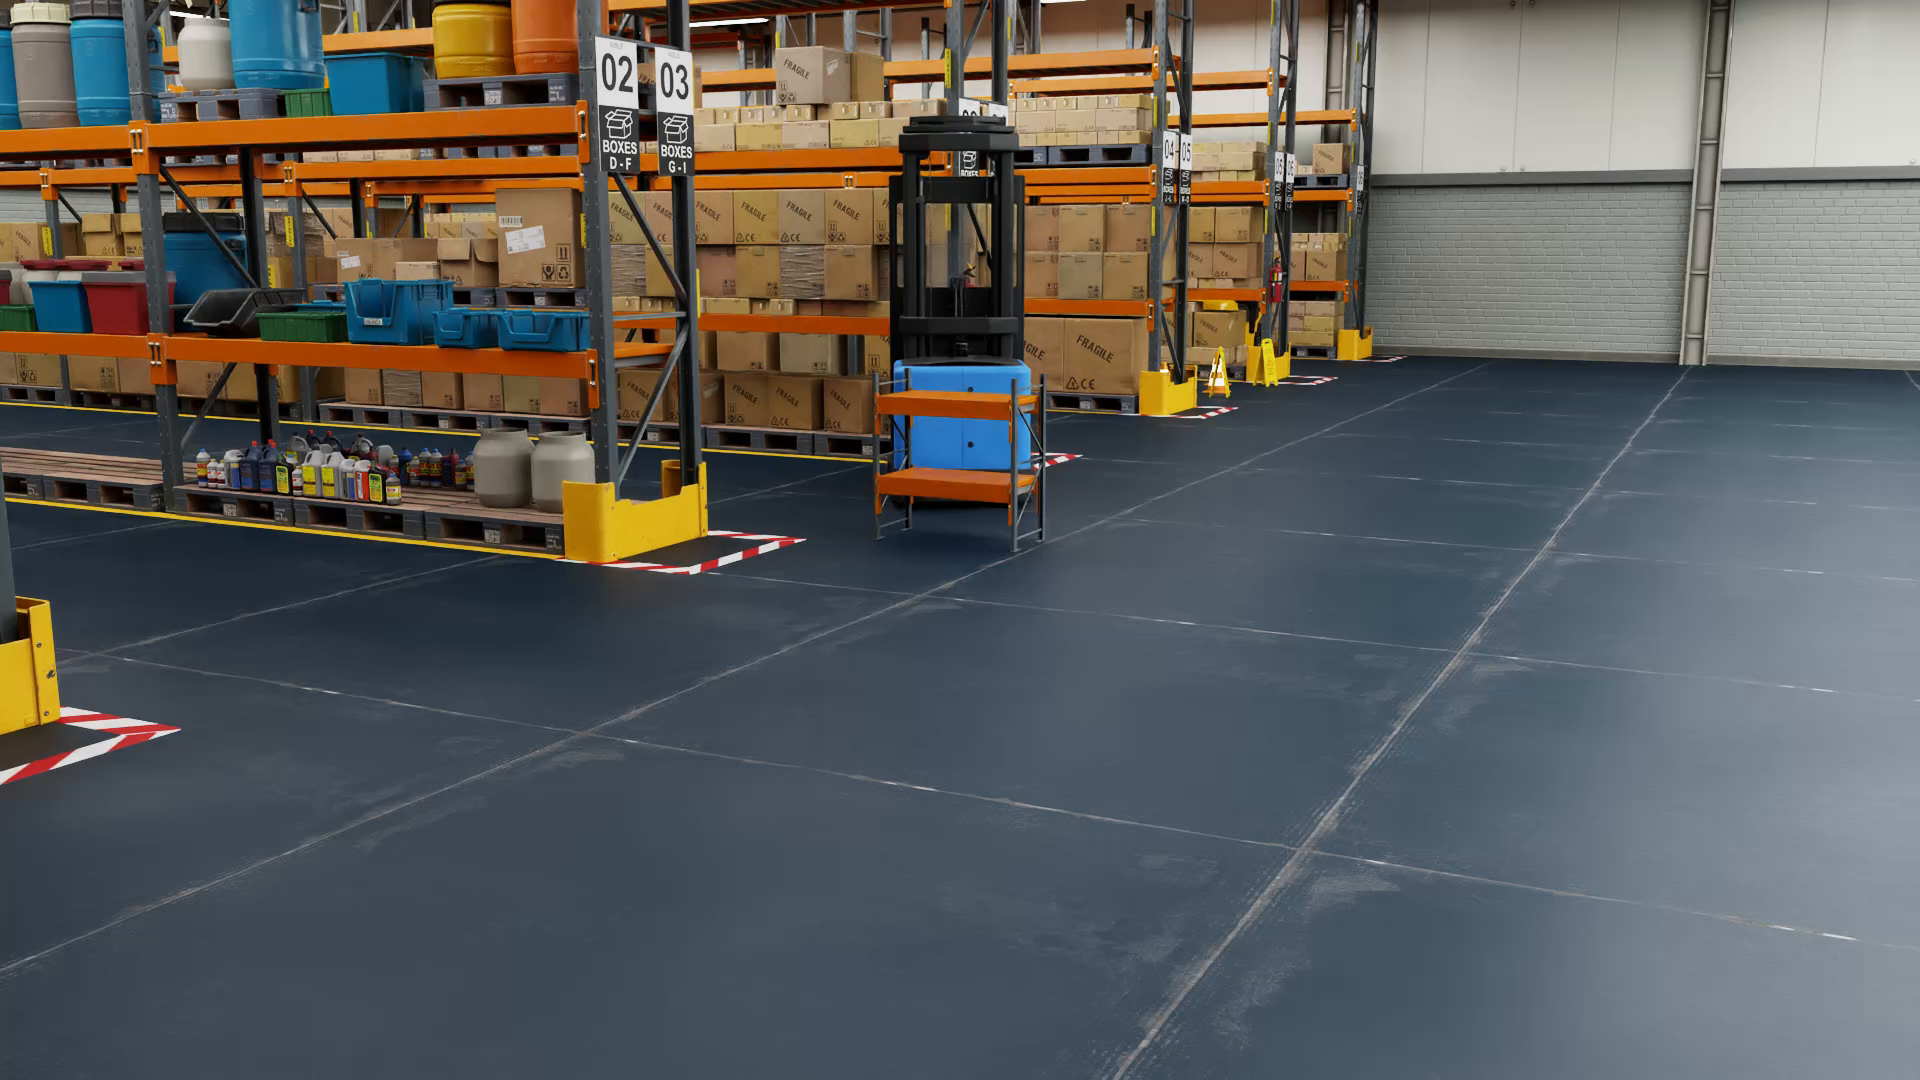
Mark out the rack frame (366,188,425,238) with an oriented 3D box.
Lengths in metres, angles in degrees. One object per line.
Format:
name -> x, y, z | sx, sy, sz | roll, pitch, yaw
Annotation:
rack frame -> -8.316, -3.957, 24.669 | 0.127, 3.000, 1.000 | 5, 11, 26

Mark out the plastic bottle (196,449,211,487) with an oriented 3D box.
plastic bottle -> -5.527, -0.530, 12.160 | 0.097, 0.271, 0.097 | 0, 10, 0

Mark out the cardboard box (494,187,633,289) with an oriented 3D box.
cardboard box -> -4.078, -3.129, 17.232 | 1.000, 1.000, 1.000 | 5, 11, 26

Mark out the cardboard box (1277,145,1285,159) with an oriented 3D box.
cardboard box -> 5.359, -6.476, 28.428 | 0.500, 0.500, 0.700 | 5, 11, 26

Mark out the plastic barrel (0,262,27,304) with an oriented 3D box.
plastic barrel -> -7.811, -2.041, 13.771 | 0.421, 0.512, 0.421 | 0, 10, 0

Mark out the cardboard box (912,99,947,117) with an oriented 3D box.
cardboard box -> -0.227, -3.797, 14.667 | 0.250, 0.149, 0.380 | 5, 11, 26

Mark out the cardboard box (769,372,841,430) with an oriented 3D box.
cardboard box -> -1.497, -1.349, 16.102 | 0.500, 0.500, 0.500 | 6, 12, 31

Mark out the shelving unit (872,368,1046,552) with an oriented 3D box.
shelving unit -> -0.006, -0.554, 11.133 | 1.048, 1.125, 0.538 | 5, 11, 26

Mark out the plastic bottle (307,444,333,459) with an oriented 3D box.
plastic bottle -> -4.785, -0.582, 12.434 | 0.135, 0.276, 0.152 | 5, 11, 26

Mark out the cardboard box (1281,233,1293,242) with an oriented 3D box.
cardboard box -> 5.651, -5.174, 28.459 | 0.250, 0.149, 0.380 | 5, 11, 26

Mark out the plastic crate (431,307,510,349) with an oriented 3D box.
plastic crate -> -3.193, -1.406, 10.995 | 0.408, 0.251, 0.499 | 5, 11, 26

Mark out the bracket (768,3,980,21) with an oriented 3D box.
bracket -> -1.708, -10.176, 32.083 | 4.783, 0.066, 0.076 | 5, 11, 26

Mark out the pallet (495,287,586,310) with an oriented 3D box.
pallet -> -4.048, -2.531, 17.331 | 1.213, 0.211, 1.003 | 5, 11, 26

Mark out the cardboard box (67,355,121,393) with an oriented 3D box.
cardboard box -> -10.019, -2.286, 20.227 | 0.875, 0.875, 1.225 | 5, 11, 26

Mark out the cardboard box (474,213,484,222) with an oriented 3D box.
cardboard box -> -8.451, -5.754, 29.690 | 0.250, 0.149, 0.380 | 5, 11, 26

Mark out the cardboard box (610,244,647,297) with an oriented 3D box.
cardboard box -> -3.051, -2.692, 16.567 | 0.500, 0.500, 0.875 | 5, 11, 26

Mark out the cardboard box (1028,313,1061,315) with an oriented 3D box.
cardboard box -> 1.367, -3.258, 25.243 | 0.500, 0.500, 0.500 | 6, 12, 29

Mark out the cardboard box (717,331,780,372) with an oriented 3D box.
cardboard box -> -2.602, -2.537, 21.963 | 0.750, 0.750, 1.050 | 5, 11, 26

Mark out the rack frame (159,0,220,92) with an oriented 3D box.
rack frame -> -11.903, -7.224, 25.876 | 0.127, 3.000, 1.000 | 5, 11, 26

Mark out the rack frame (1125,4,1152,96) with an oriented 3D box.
rack frame -> 3.151, -7.870, 29.445 | 0.127, 3.000, 1.000 | 5, 11, 26

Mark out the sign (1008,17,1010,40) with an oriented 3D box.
sign -> 0.717, -7.525, 24.474 | 0.005, 0.325, 0.100 | 5, 11, 26

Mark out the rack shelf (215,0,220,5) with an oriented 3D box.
rack shelf -> -10.110, -8.348, 24.774 | 4.000, 0.370, 1.077 | 5, 11, 26

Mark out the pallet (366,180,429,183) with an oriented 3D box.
pallet -> -7.810, -5.275, 24.056 | 1.003, 0.211, 1.213 | 5, 11, 26

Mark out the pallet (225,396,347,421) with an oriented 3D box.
pallet -> -7.688, -1.559, 19.253 | 1.213, 0.211, 1.003 | 5, 11, 26

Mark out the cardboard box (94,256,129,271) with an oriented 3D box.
cardboard box -> -9.848, -3.106, 19.688 | 0.500, 0.500, 0.500 | 5, 11, 26

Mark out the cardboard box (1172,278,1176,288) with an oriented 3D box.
cardboard box -> 3.206, -3.765, 24.317 | 0.250, 0.149, 0.380 | 5, 11, 27

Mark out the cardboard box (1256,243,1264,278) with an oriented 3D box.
cardboard box -> 4.243, -4.087, 24.272 | 0.500, 0.500, 0.500 | 5, 11, 25

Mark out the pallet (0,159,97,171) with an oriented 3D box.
pallet -> -11.331, -4.671, 20.442 | 1.213, 0.211, 1.003 | 5, 11, 26

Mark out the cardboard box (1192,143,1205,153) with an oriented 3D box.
cardboard box -> 3.455, -5.606, 23.824 | 0.250, 0.149, 0.380 | 5, 11, 26

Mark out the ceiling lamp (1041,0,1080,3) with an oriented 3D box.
ceiling lamp -> 2.302, -10.380, 26.926 | 2.000, 3.185, 0.800 | 5, 11, 26

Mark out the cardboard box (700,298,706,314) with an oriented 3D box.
cardboard box -> -2.478, -2.272, 16.066 | 0.250, 0.149, 0.380 | 5, 11, 26

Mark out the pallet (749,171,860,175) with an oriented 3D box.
pallet -> -1.986, -4.772, 21.291 | 1.217, 0.209, 0.805 | 5, 11, 24

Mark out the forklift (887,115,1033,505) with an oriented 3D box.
forklift -> -0.035, -1.926, 13.643 | 1.130, 2.935, 3.031 | 0, 10, -2

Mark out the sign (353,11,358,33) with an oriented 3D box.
sign -> -8.573, -7.322, 23.574 | 0.005, 0.325, 0.100 | 5, 11, 26

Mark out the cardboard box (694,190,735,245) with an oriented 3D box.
cardboard box -> -2.239, -3.075, 15.874 | 0.500, 0.500, 0.500 | 5, 11, 26

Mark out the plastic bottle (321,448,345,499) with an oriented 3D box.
plastic bottle -> -4.361, -0.471, 11.613 | 0.185, 0.351, 0.144 | 6, 12, 28

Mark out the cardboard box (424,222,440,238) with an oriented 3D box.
cardboard box -> -9.499, -5.528, 30.264 | 0.500, 0.500, 0.500 | 5, 11, 25

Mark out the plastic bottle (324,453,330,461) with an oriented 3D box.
plastic bottle -> -4.485, -0.475, 11.842 | 0.135, 0.276, 0.152 | 5, 11, 26

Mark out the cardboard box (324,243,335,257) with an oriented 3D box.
cardboard box -> -9.340, -4.186, 24.822 | 0.500, 0.500, 0.500 | 5, 11, 24

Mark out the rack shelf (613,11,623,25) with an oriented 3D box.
rack shelf -> -4.423, -8.831, 27.444 | 4.000, 0.370, 1.077 | 5, 11, 26

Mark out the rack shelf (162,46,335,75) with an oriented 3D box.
rack shelf -> -8.808, -5.416, 19.031 | 4.000, 0.370, 1.077 | 5, 11, 26

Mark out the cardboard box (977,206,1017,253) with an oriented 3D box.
cardboard box -> 0.621, -3.767, 20.168 | 0.500, 0.550, 0.875 | 5, 11, 26

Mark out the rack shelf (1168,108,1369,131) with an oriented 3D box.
rack shelf -> 4.944, -7.161, 28.674 | 4.000, 0.370, 1.077 | 5, 11, 26

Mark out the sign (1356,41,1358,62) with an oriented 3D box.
sign -> 6.485, -7.968, 27.141 | 0.005, 0.325, 0.100 | 5, 11, 26

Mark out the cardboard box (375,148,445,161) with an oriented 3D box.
cardboard box -> -5.780, -4.102, 17.472 | 0.500, 0.250, 0.500 | 5, 12, 27

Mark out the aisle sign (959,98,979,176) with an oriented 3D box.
aisle sign -> 0.083, -3.453, 14.588 | 0.004, 0.787, 0.394 | 5, 11, 26

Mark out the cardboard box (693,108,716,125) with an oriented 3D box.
cardboard box -> -2.330, -3.983, 15.696 | 0.250, 0.149, 0.380 | 5, 11, 25

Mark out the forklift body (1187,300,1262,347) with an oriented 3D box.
forklift body -> 4.230, -4.043, 27.529 | 1.214, 2.155, 2.313 | 5, 11, 26

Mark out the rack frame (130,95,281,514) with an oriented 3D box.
rack frame -> -5.619, -1.751, 12.482 | 0.127, 3.000, 1.000 | 5, 11, 26

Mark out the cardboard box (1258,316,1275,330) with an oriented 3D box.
cardboard box -> 5.246, -3.769, 28.771 | 0.500, 0.250, 0.500 | 5, 11, 25

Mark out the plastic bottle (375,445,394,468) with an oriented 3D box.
plastic bottle -> -4.308, -0.568, 12.361 | 0.135, 0.276, 0.152 | 5, 12, 27

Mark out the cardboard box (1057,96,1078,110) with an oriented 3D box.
cardboard box -> 1.307, -5.044, 19.262 | 0.250, 0.149, 0.380 | 5, 12, 27

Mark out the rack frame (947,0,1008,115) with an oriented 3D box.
rack frame -> 0.160, -5.179, 14.577 | 0.127, 3.000, 1.000 | 5, 11, 26

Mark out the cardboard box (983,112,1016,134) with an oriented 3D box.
cardboard box -> 0.533, -4.928, 19.742 | 0.500, 0.250, 0.500 | 5, 11, 26

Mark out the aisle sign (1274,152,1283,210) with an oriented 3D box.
aisle sign -> 4.472, -5.038, 23.342 | 0.004, 0.787, 0.394 | 5, 11, 26

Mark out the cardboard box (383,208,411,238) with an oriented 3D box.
cardboard box -> -8.613, -4.719, 24.956 | 0.500, 0.500, 0.500 | 5, 12, 27
